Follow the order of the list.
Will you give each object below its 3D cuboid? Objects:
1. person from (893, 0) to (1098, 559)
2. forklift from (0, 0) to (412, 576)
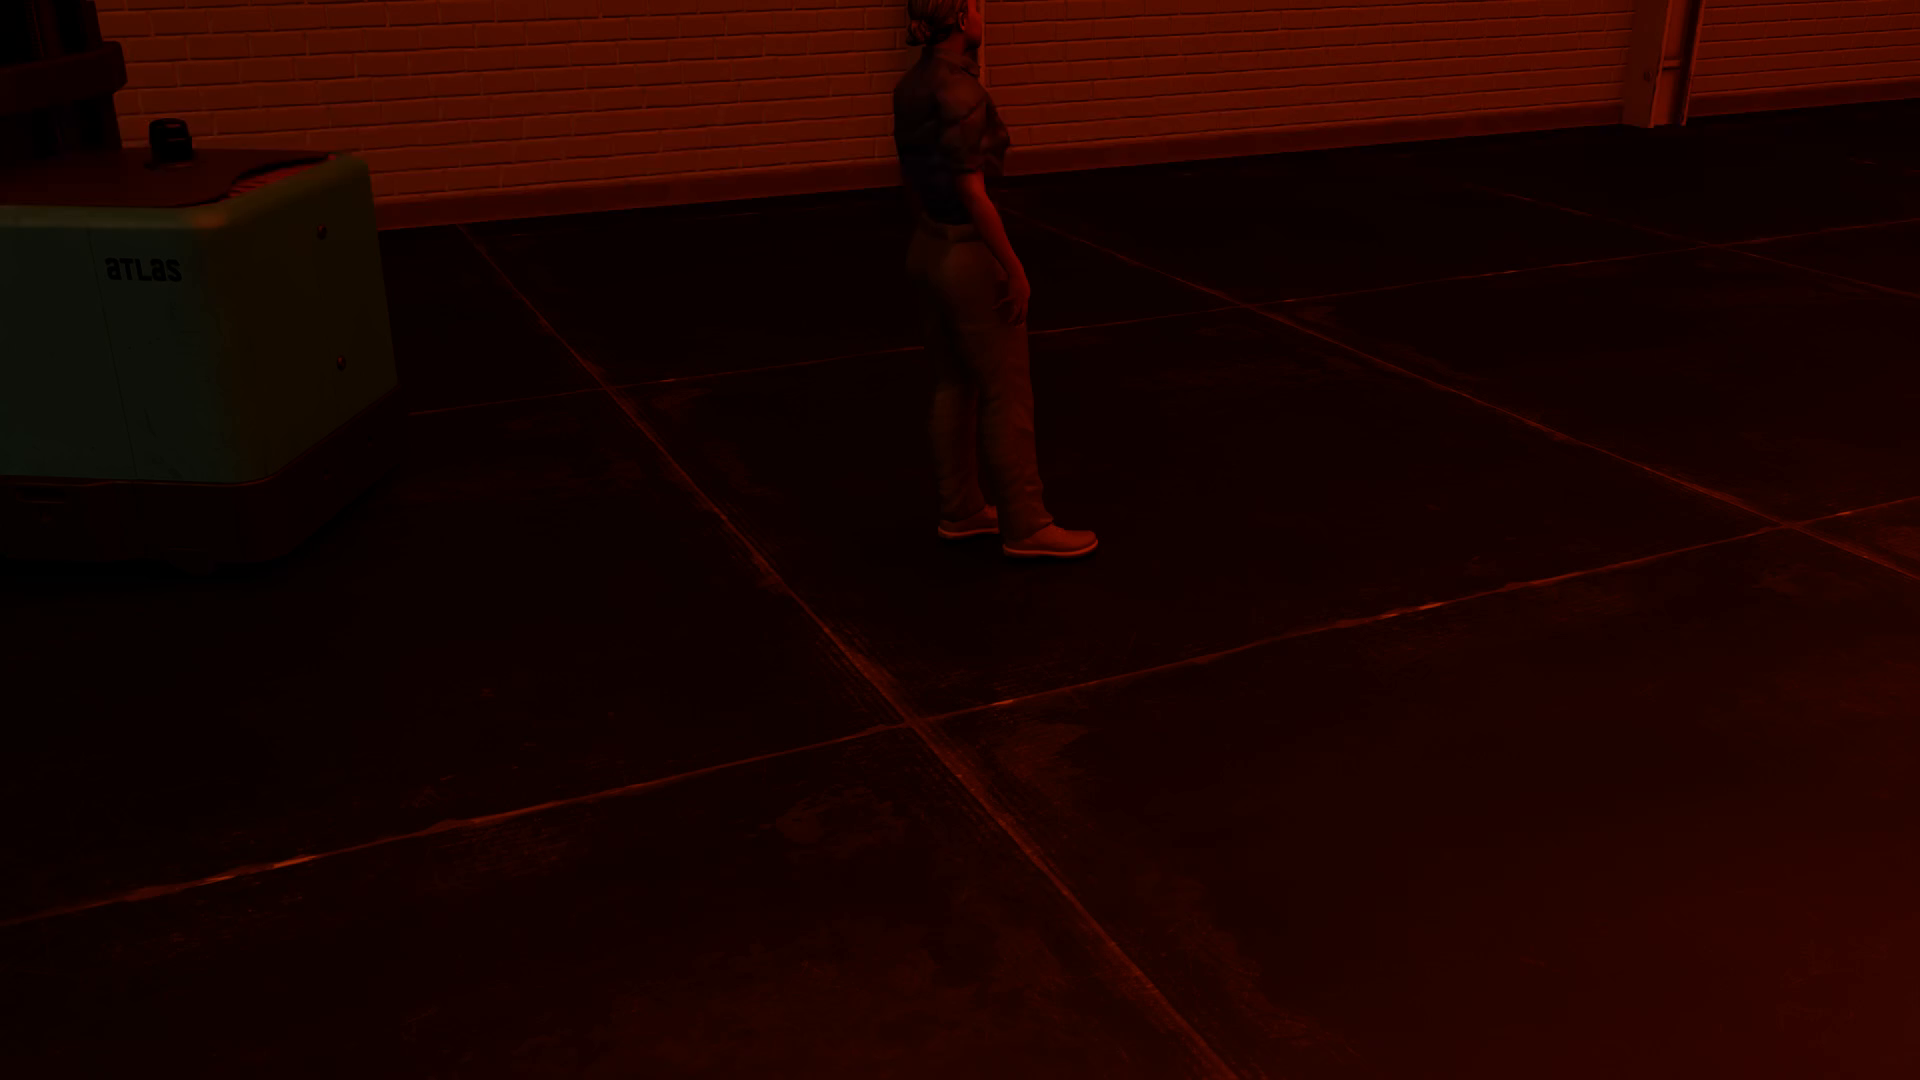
[{"bbox_3d":[0.088,-0.778,4.804,0.503,1.656,0.569,-10,25,-23],"label":"person"},{"bbox_3d":[-3.408,-1.476,4.839,3.031,2.935,1.130,2,23,6],"label":"forklift"}]
